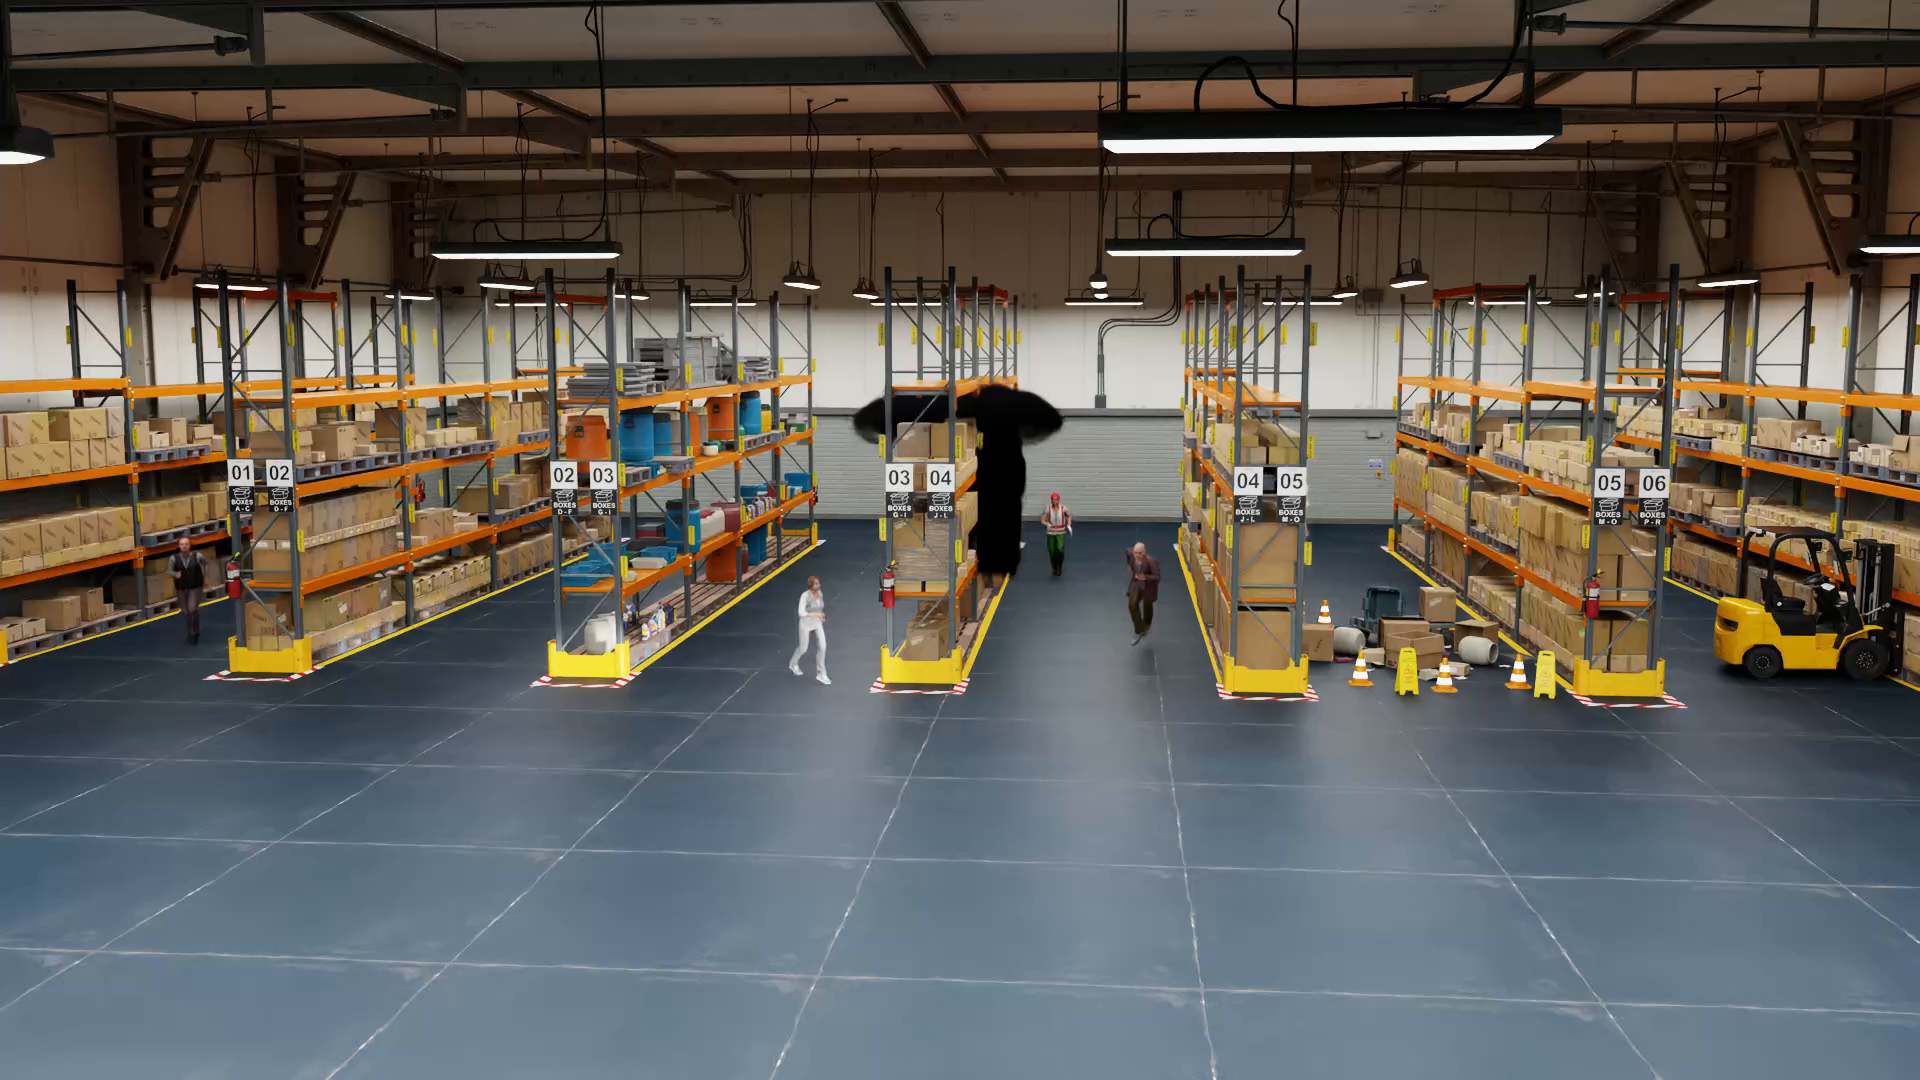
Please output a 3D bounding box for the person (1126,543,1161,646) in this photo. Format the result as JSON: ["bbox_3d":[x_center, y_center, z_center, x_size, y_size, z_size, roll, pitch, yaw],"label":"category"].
[{"bbox_3d":[2.903,0.869,26.275,0.692,1.537,1.215,3,8,22],"label":"person"}]

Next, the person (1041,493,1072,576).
[{"bbox_3d":[2.023,-0.116,34.873,0.649,1.766,0.774,1,7,6],"label":"person"}]

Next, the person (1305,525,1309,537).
[{"bbox_3d":[8.195,-0.848,40.981,0.855,1.825,0.685,-1,7,-7],"label":"person"}]

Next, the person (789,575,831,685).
[{"bbox_3d":[-2.201,1.280,24.232,0.543,1.578,0.916,-6,9,-40],"label":"person"}]

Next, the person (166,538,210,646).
[{"bbox_3d":[-12.663,0.847,27.287,0.595,1.772,0.834,-1,7,-9],"label":"person"}]
